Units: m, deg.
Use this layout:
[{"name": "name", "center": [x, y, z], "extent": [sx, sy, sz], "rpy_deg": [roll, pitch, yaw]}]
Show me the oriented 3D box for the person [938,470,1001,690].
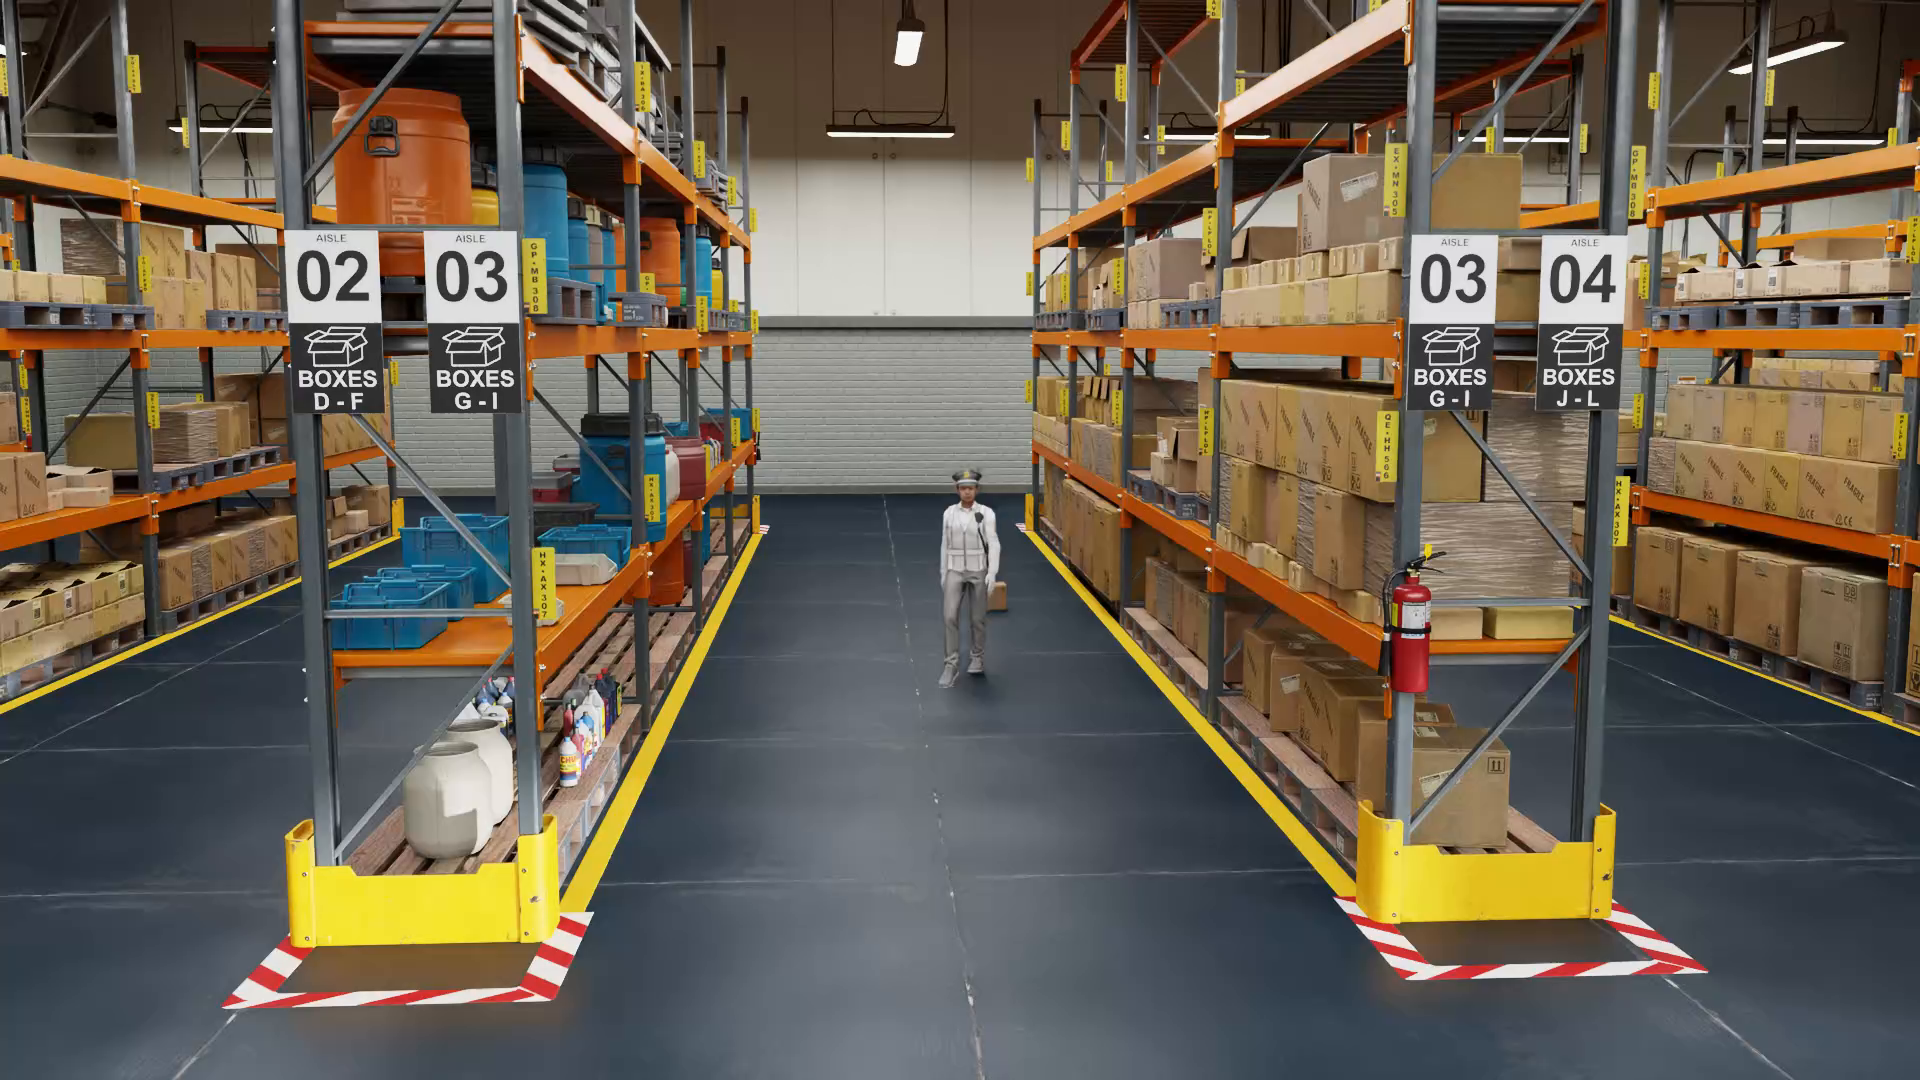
[{"name": "person", "center": [0.063, 0.288, 13.251], "extent": [0.510, 1.689, 0.790], "rpy_deg": [1, 7, 8]}]
